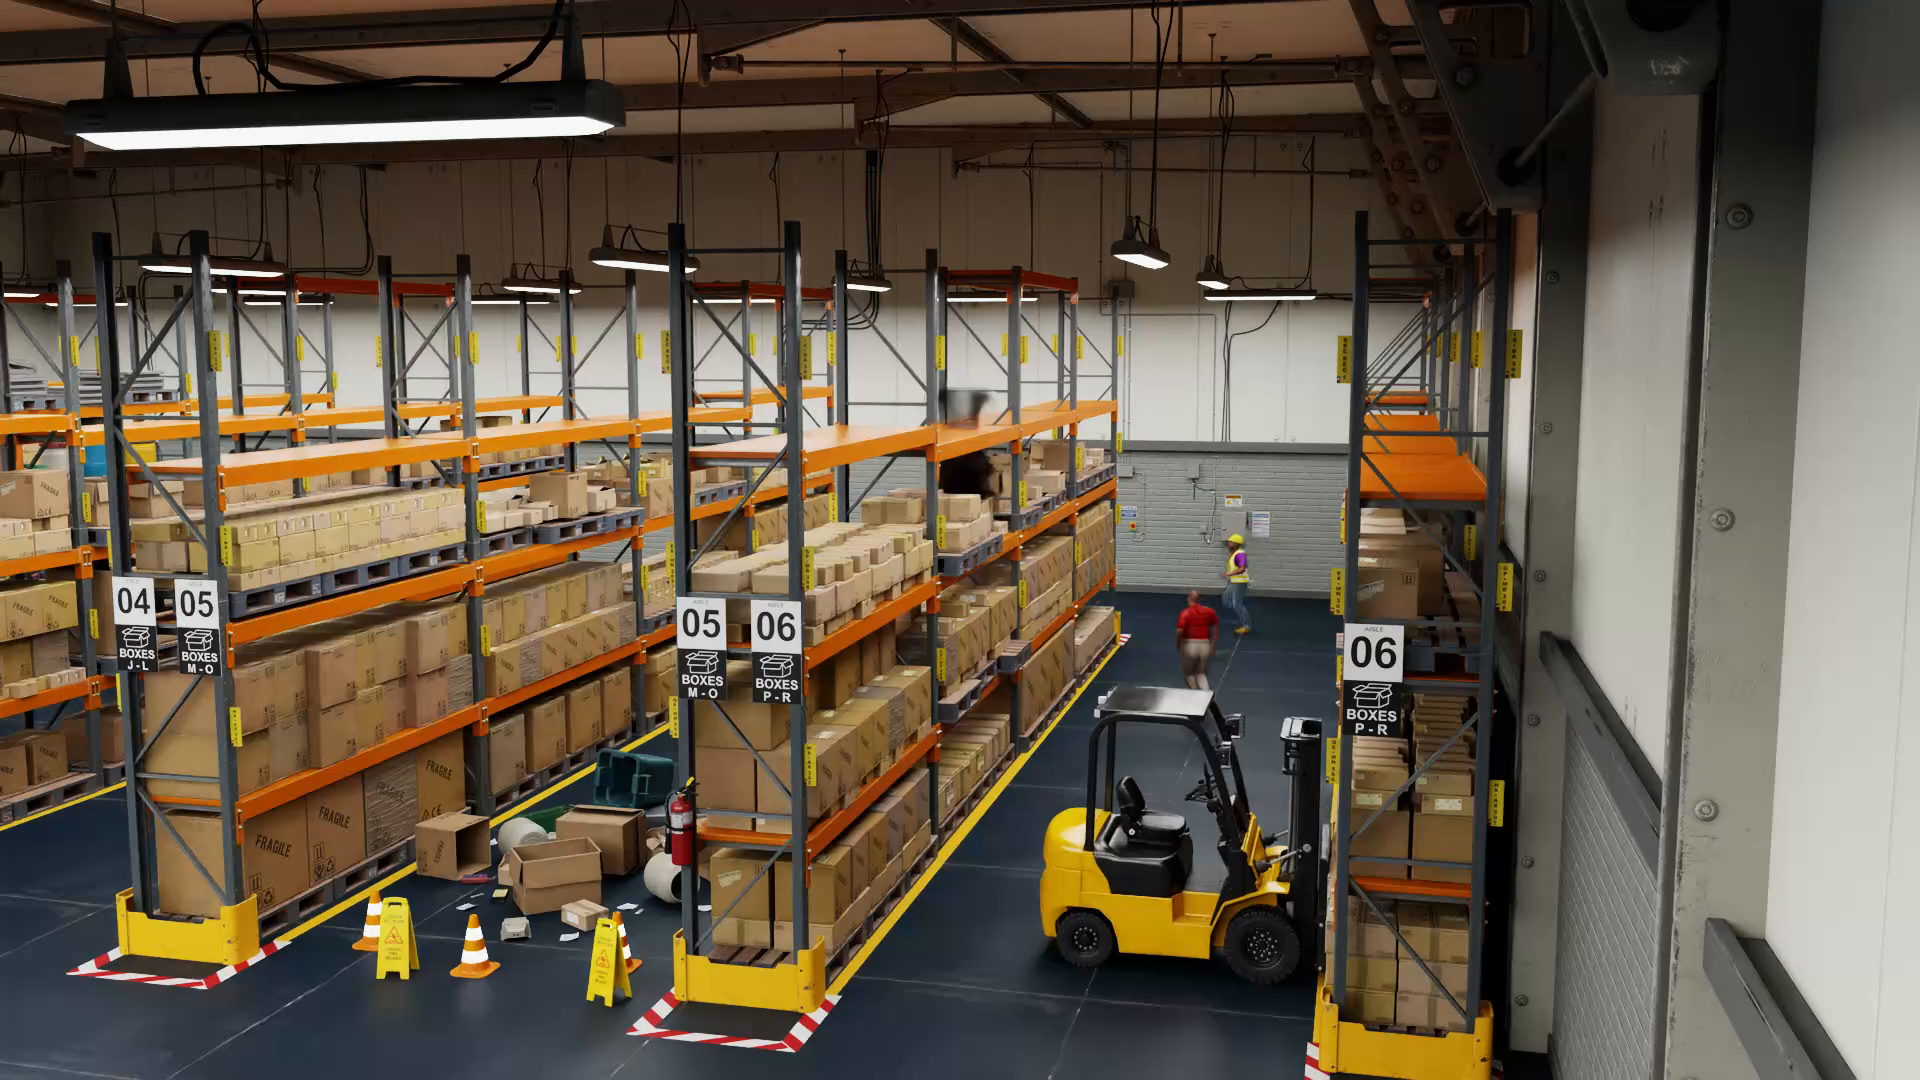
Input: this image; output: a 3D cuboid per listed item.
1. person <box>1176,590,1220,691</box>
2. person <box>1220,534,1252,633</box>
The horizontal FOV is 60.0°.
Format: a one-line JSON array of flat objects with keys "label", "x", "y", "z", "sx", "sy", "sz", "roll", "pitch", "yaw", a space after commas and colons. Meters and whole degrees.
[{"label": "person", "x": 3.297, "y": 1.543, "z": 22.992, "sx": 0.659, "sy": 1.675, "sz": 0.614, "roll": -1, "pitch": 7, "yaw": -10}, {"label": "person", "x": 4.828, "y": 0.752, "z": 29.246, "sx": 0.605, "sy": 1.722, "sz": 0.839, "roll": 0, "pitch": 7, "yaw": -2}]
